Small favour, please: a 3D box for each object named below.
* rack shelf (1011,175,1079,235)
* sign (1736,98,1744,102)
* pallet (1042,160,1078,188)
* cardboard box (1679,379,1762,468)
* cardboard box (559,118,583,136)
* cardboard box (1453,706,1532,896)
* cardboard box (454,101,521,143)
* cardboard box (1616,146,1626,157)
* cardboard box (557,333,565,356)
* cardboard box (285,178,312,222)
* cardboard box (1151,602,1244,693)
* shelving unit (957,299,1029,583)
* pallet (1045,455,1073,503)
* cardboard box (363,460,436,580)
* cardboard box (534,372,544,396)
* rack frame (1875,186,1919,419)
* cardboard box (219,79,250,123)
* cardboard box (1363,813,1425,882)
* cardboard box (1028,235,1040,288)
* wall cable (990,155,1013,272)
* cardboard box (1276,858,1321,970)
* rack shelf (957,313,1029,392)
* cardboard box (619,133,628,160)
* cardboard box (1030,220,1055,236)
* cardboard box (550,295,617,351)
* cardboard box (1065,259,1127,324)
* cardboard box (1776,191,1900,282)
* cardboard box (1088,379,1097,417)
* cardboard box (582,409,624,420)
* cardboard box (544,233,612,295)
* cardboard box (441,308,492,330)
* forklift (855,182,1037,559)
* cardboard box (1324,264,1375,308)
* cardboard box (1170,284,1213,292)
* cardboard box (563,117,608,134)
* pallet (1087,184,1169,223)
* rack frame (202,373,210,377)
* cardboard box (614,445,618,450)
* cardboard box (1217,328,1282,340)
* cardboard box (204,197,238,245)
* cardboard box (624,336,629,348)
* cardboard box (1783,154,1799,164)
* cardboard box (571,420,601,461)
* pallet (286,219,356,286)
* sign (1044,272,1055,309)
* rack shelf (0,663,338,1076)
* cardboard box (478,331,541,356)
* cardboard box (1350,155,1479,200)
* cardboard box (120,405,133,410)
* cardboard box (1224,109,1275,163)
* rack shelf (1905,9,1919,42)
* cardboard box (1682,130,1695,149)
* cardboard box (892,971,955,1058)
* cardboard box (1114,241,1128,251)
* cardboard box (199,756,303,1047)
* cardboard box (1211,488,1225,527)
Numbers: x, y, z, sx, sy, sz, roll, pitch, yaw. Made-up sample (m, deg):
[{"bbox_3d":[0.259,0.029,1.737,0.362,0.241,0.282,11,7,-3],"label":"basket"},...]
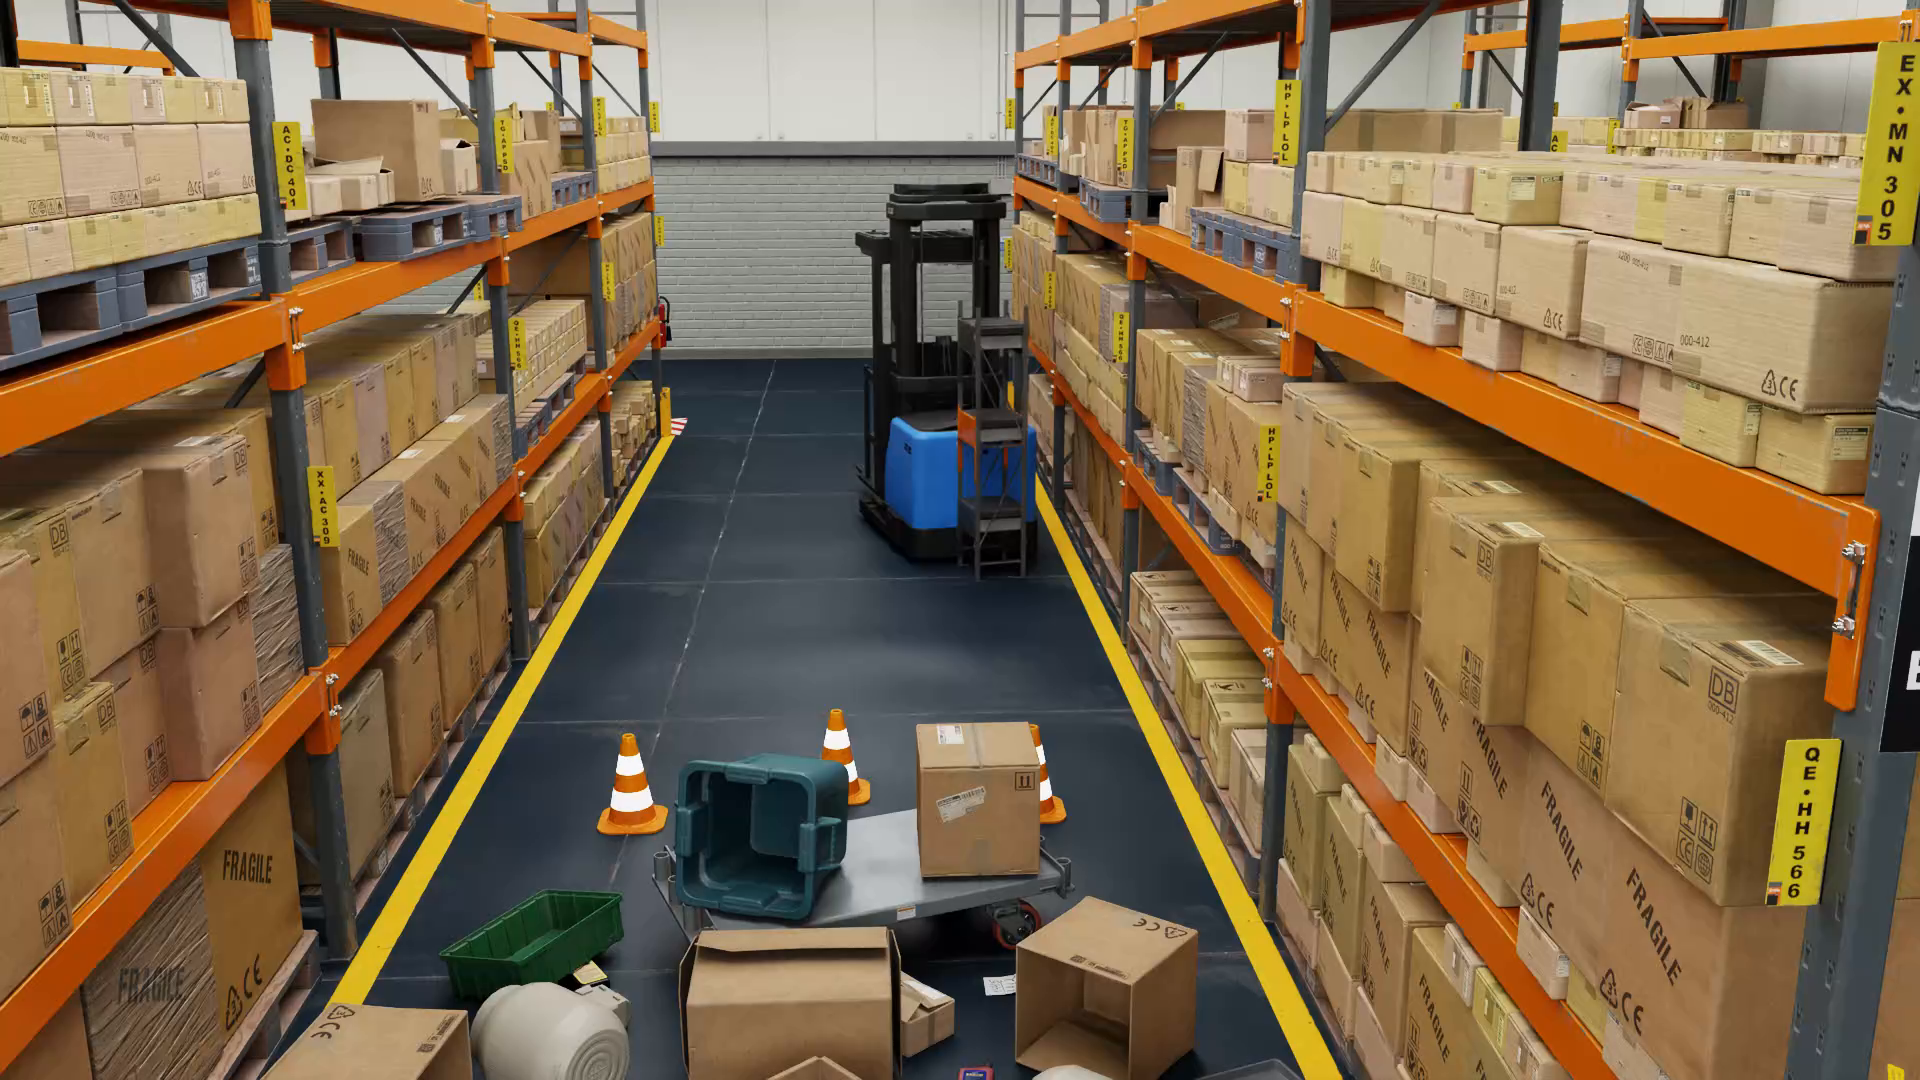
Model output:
[{"bbox_3d":[1.226,-3.358,16.482,1.077,0.370,4.000,-1,14,-3],"label":"rack shelf"},{"bbox_3d":[6.858,-3.737,14.684,0.100,0.325,0.005,-1,14,-3],"label":"sign"},{"bbox_3d":[1.310,-3.370,15.262,1.003,0.211,1.213,-1,14,-3],"label":"pallet"},{"bbox_3d":[1.744,-0.249,3.458,0.380,0.149,0.250,-1,14,-3],"label":"cardboard box"},{"bbox_3d":[-3.360,-3.546,14.267,0.380,0.149,0.250,-1,14,-4],"label":"cardboard box"},{"bbox_3d":[1.731,0.656,4.661,0.500,0.500,0.500,-1,14,-4],"label":"cardboard box"},{"bbox_3d":[-3.118,-2.765,10.996,0.396,0.266,0.258,-1,14,-3],"label":"cardboard box"},{"bbox_3d":[5.926,-3.336,14.415,0.380,0.149,0.250,-1,14,-3],"label":"cardboard box"},{"bbox_3d":[-3.296,-1.525,12.997,0.380,0.149,0.250,-2,15,-6],"label":"cardboard box"},{"bbox_3d":[-2.877,-1.459,6.882,0.258,0.266,0.396,-1,14,-4],"label":"cardboard box"},{"bbox_3d":[1.677,0.632,9.982,0.950,0.372,0.625,-1,14,-5],"label":"cardboard box"},{"bbox_3d":[0.245,-0.764,12.783,0.431,2.100,0.503,-4,15,-15],"label":"shelving unit"},{"bbox_3d":[1.381,-0.596,15.920,1.003,0.211,1.213,-1,14,-3],"label":"pallet"},{"bbox_3d":[-2.913,-0.099,8.189,0.500,0.500,0.500,-1,14,-4],"label":"cardboard box"},{"bbox_3d":[-3.233,-1.123,12.034,0.380,0.149,0.250,0,14,-2],"label":"cardboard box"},{"bbox_3d":[2.094,-1.677,2.486,1.000,3.000,0.127,-1,14,-3],"label":"rack frame"},{"bbox_3d":[-2.747,-1.548,5.865,0.380,0.149,0.250,-1,14,-4],"label":"cardboard box"},{"bbox_3d":[1.614,1.062,5.749,0.380,0.149,0.250,0,14,0],"label":"cardboard box"},{"bbox_3d":[0.958,-2.780,16.603,0.500,0.500,0.500,-1,14,-3],"label":"cardboard box"},{"bbox_3d":[0.730,-4.660,24.018,0.585,1.953,0.123,-1,14,-3],"label":"wall cable"},{"bbox_3d":[1.613,1.512,6.804,0.500,0.250,0.500,-2,15,-6],"label":"cardboard box"},{"bbox_3d":[0.245,-1.429,12.612,0.431,0.518,0.480,-4,15,-15],"label":"rack shelf"},{"bbox_3d":[-3.468,-3.781,15.979,0.500,0.250,0.500,-2,15,-6],"label":"cardboard box"},{"bbox_3d":[0.902,-3.119,16.620,0.380,0.149,0.250,-1,14,-5],"label":"cardboard box"},{"bbox_3d":[-3.363,-1.974,14.883,0.500,0.500,0.500,-1,14,-4],"label":"cardboard box"},{"bbox_3d":[1.150,-2.049,13.763,0.500,0.500,0.500,-1,14,-4],"label":"cardboard box"},{"bbox_3d":[1.778,-0.569,3.101,0.380,0.149,0.250,-1,14,-3],"label":"cardboard box"},{"bbox_3d":[1.245,-1.063,12.439,0.500,0.250,0.500,-1,14,-4],"label":"cardboard box"},{"bbox_3d":[-3.494,-1.182,16.284,0.380,0.149,0.250,-1,15,-6],"label":"cardboard box"},{"bbox_3d":[-3.369,-2.448,14.715,0.500,0.500,0.500,-1,14,-2],"label":"cardboard box"},{"bbox_3d":[-3.982,-1.787,13.418,0.380,0.149,0.250,-1,14,-3],"label":"cardboard box"},{"bbox_3d":[-0.267,-1.592,14.332,1.130,2.935,3.031,-4,15,-15],"label":"forklift"},{"bbox_3d":[1.578,-0.950,6.185,0.380,0.149,0.250,-1,14,-3],"label":"cardboard box"},{"bbox_3d":[1.771,-1.544,11.800,0.500,0.500,0.500,-1,14,-3],"label":"cardboard box"},{"bbox_3d":[-3.387,-3.741,15.025,0.380,0.149,0.250,-1,14,-5],"label":"cardboard box"},{"bbox_3d":[1.505,-2.282,11.236,1.213,0.211,1.003,0,14,-1],"label":"pallet"},{"bbox_3d":[-8.788,-2.598,18.105,1.000,3.000,0.127,-1,14,-3],"label":"rack frame"},{"bbox_3d":[-3.457,-0.906,15.807,0.380,0.149,0.250,-2,15,-6],"label":"cardboard box"},{"bbox_3d":[1.904,-1.049,10.442,0.500,0.500,0.500,-1,14,-5],"label":"cardboard box"},{"bbox_3d":[-2.731,-1.100,5.722,0.380,0.149,0.250,-1,14,-3],"label":"cardboard box"},{"bbox_3d":[-3.405,-1.935,16.033,0.380,0.149,0.250,0,14,-1],"label":"cardboard box"},{"bbox_3d":[6.278,-2.751,12.180,0.380,0.149,0.250,-1,14,-3],"label":"cardboard box"},{"bbox_3d":[-3.285,-0.829,13.899,0.500,0.250,0.500,-1,14,-5],"label":"cardboard box"},{"bbox_3d":[-3.194,-1.253,7.239,0.805,0.209,1.217,-1,15,-6],"label":"pallet"},{"bbox_3d":[0.796,-2.205,14.681,0.100,0.325,0.005,-1,14,-3],"label":"sign"},{"bbox_3d":[-2.964,1.181,4.862,1.077,0.370,4.000,-1,14,-3],"label":"rack shelf"},{"bbox_3d":[-3.236,-1.409,11.950,0.380,0.149,0.250,0,14,-1],"label":"cardboard box"},{"bbox_3d":[1.592,-1.271,5.829,0.380,0.149,0.250,-1,14,-5],"label":"cardboard box"},{"bbox_3d":[-8.557,-1.167,15.964,0.875,0.875,0.875,-1,14,-3],"label":"cardboard box"},{"bbox_3d":[1.598,-1.988,8.168,0.500,0.250,0.500,-1,14,-3],"label":"cardboard box"},{"bbox_3d":[6.676,-2.705,8.727,1.077,0.370,4.000,-1,14,-3],"label":"rack shelf"},{"bbox_3d":[6.063,-3.225,13.383,0.380,0.149,0.250,-1,14,-3],"label":"cardboard box"},{"bbox_3d":[-0.246,1.793,6.525,0.258,0.266,0.396,-13,20,-42],"label":"cardboard box"},{"bbox_3d":[1.590,-2.686,14.936,0.380,0.149,0.250,-1,14,-4],"label":"cardboard box"},{"bbox_3d":[-3.119,1.318,6.306,0.875,0.875,0.875,-1,14,-3],"label":"cardboard box"},{"bbox_3d":[1.469,-0.165,8.309,0.380,0.149,0.250,-1,14,-3],"label":"cardboard box"}]
